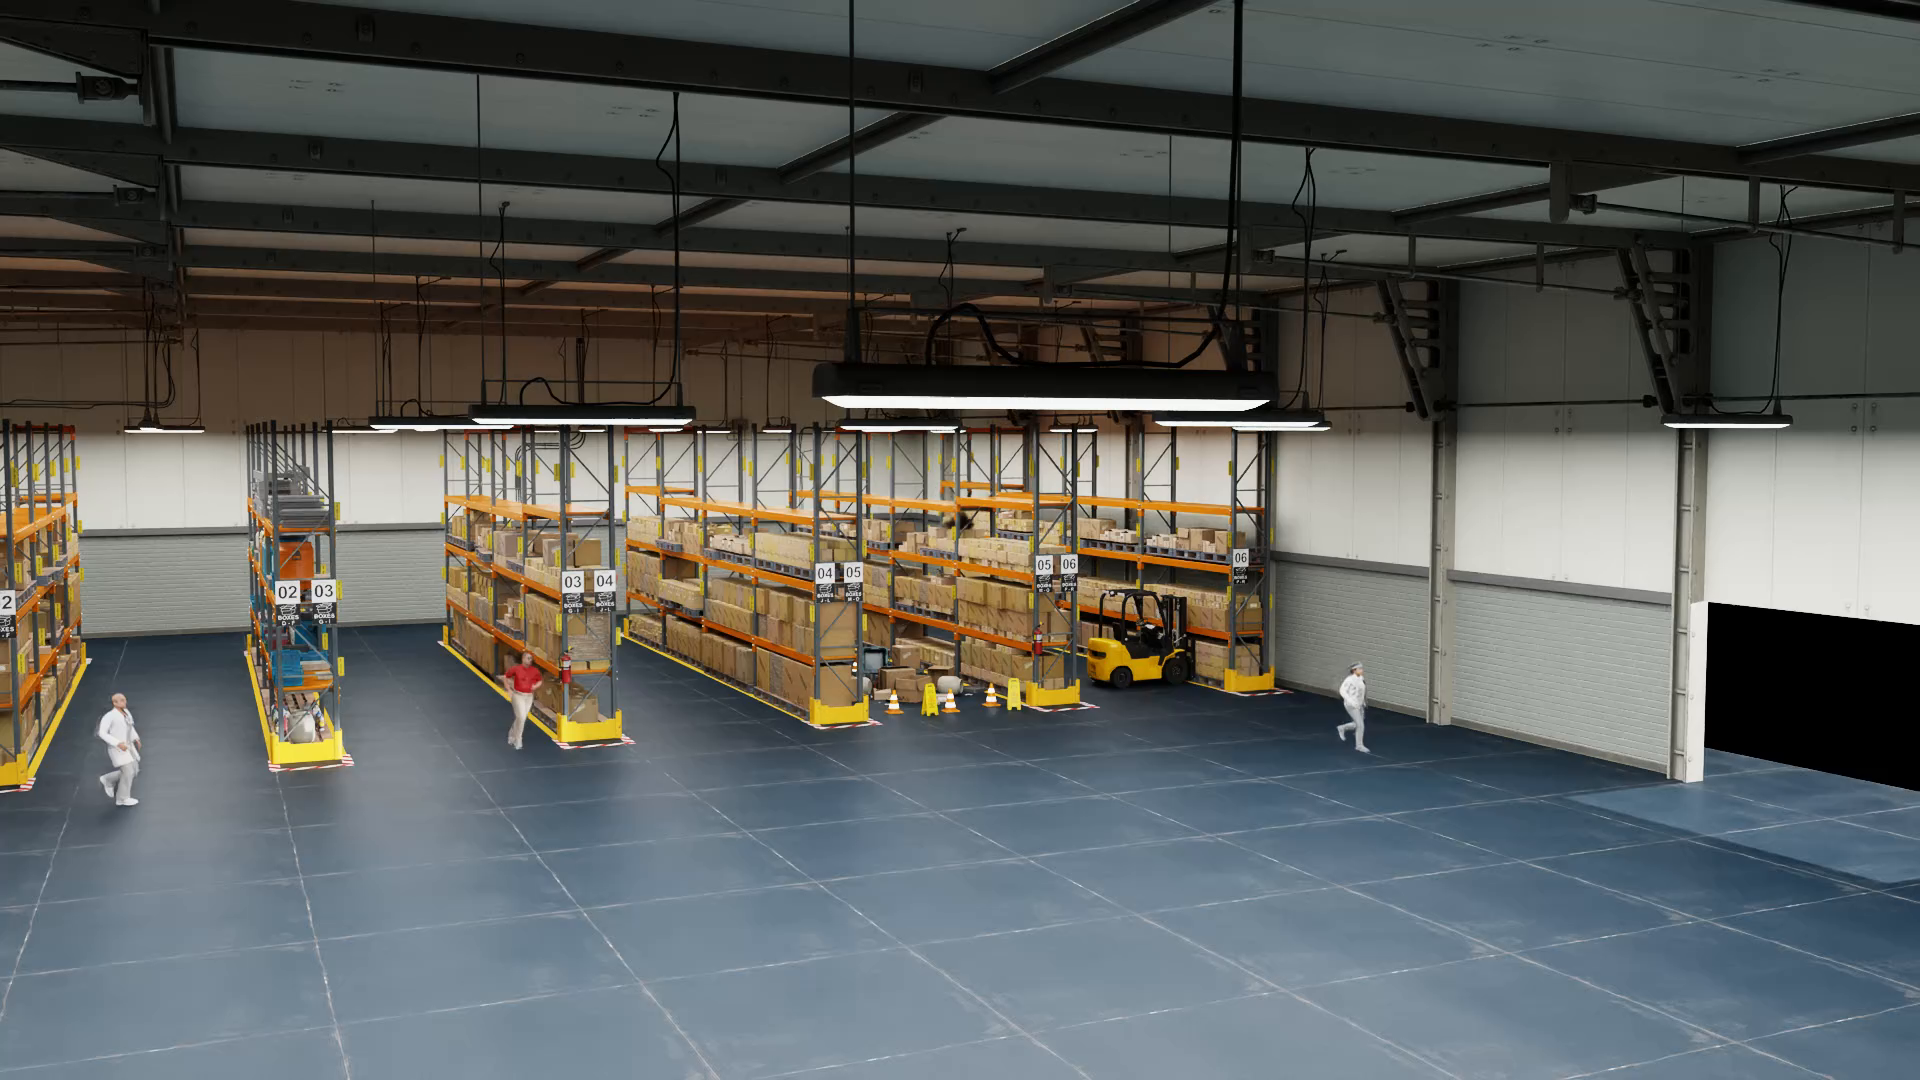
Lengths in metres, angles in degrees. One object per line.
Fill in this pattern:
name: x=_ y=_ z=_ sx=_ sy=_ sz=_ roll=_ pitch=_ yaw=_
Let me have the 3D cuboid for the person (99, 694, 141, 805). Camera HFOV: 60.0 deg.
person: x=-13.071 y=3.240 z=25.781 sx=0.685 sy=1.729 sz=0.756 roll=0 pitch=4 yaw=7

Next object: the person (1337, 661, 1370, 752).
person: x=7.139 y=3.012 z=30.295 sx=0.642 sy=1.668 sz=0.667 roll=-3 pitch=5 yaw=-43

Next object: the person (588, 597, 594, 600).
person: x=-10.751 y=1.926 z=47.193 sx=0.759 sy=1.694 sz=0.663 roll=1 pitch=4 yaw=12

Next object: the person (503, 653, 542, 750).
person: x=-8.060 y=2.971 z=30.727 sx=0.727 sy=1.779 sz=0.642 roll=3 pitch=5 yaw=44
